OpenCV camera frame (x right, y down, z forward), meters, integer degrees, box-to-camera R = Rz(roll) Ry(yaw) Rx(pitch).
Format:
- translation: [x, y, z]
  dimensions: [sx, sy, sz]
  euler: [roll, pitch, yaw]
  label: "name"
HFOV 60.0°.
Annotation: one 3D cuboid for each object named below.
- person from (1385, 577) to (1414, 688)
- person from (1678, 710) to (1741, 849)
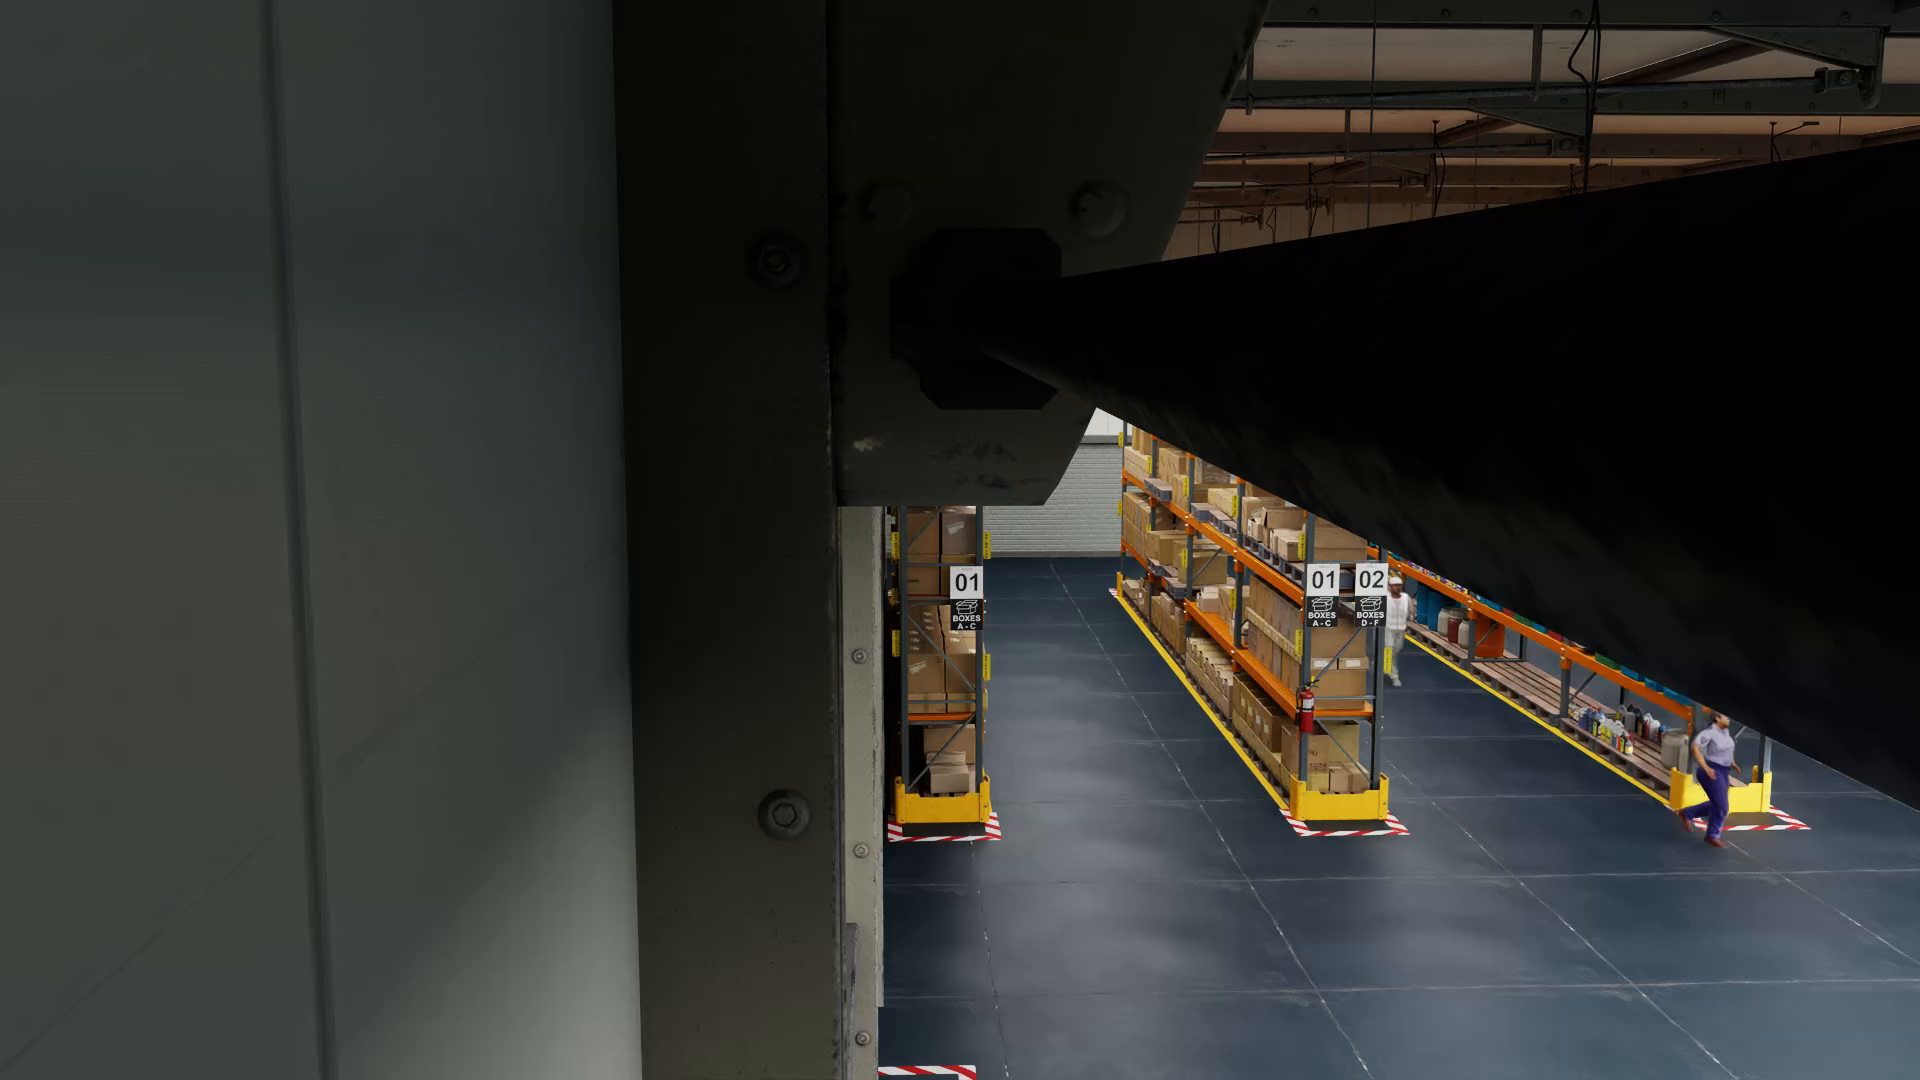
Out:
- translation: [7.316, 1.506, 28.048]
  dimensions: [0.682, 1.791, 0.989]
  euler: [-1, 8, -6]
  label: "person"
- translation: [8.931, 2.789, 19.754]
  dimensions: [0.650, 1.622, 0.646]
  euler: [-7, 11, -41]
  label: "person"
